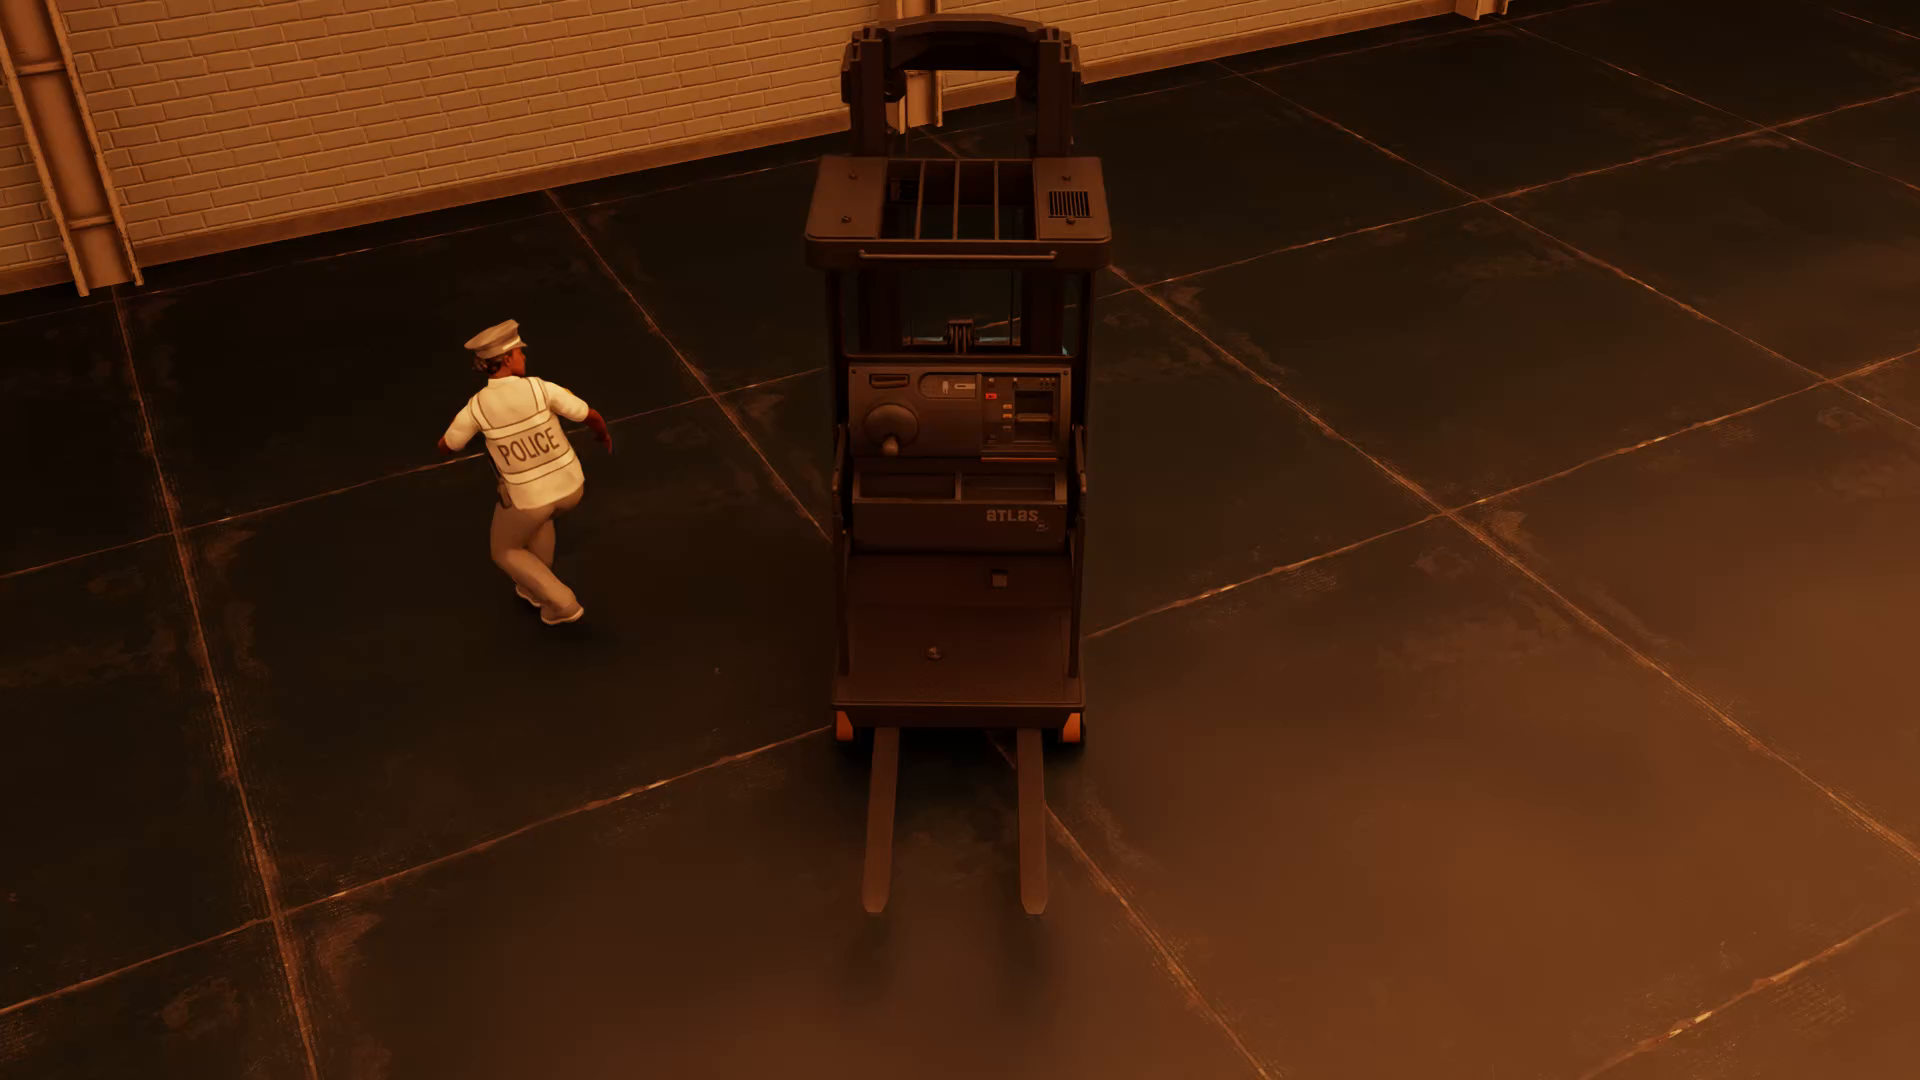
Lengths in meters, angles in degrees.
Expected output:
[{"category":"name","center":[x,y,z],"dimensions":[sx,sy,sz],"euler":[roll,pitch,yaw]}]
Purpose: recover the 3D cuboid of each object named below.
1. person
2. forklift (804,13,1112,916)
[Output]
[{"category":"person","center":[-2.008,-0.344,7.812],"dimensions":[0.792,1.552,0.793],"euler":[-24,42,-30]},{"category":"forklift","center":[-0.002,-0.478,6.799],"dimensions":[1.130,2.935,3.031],"euler":[0,35,1]}]
